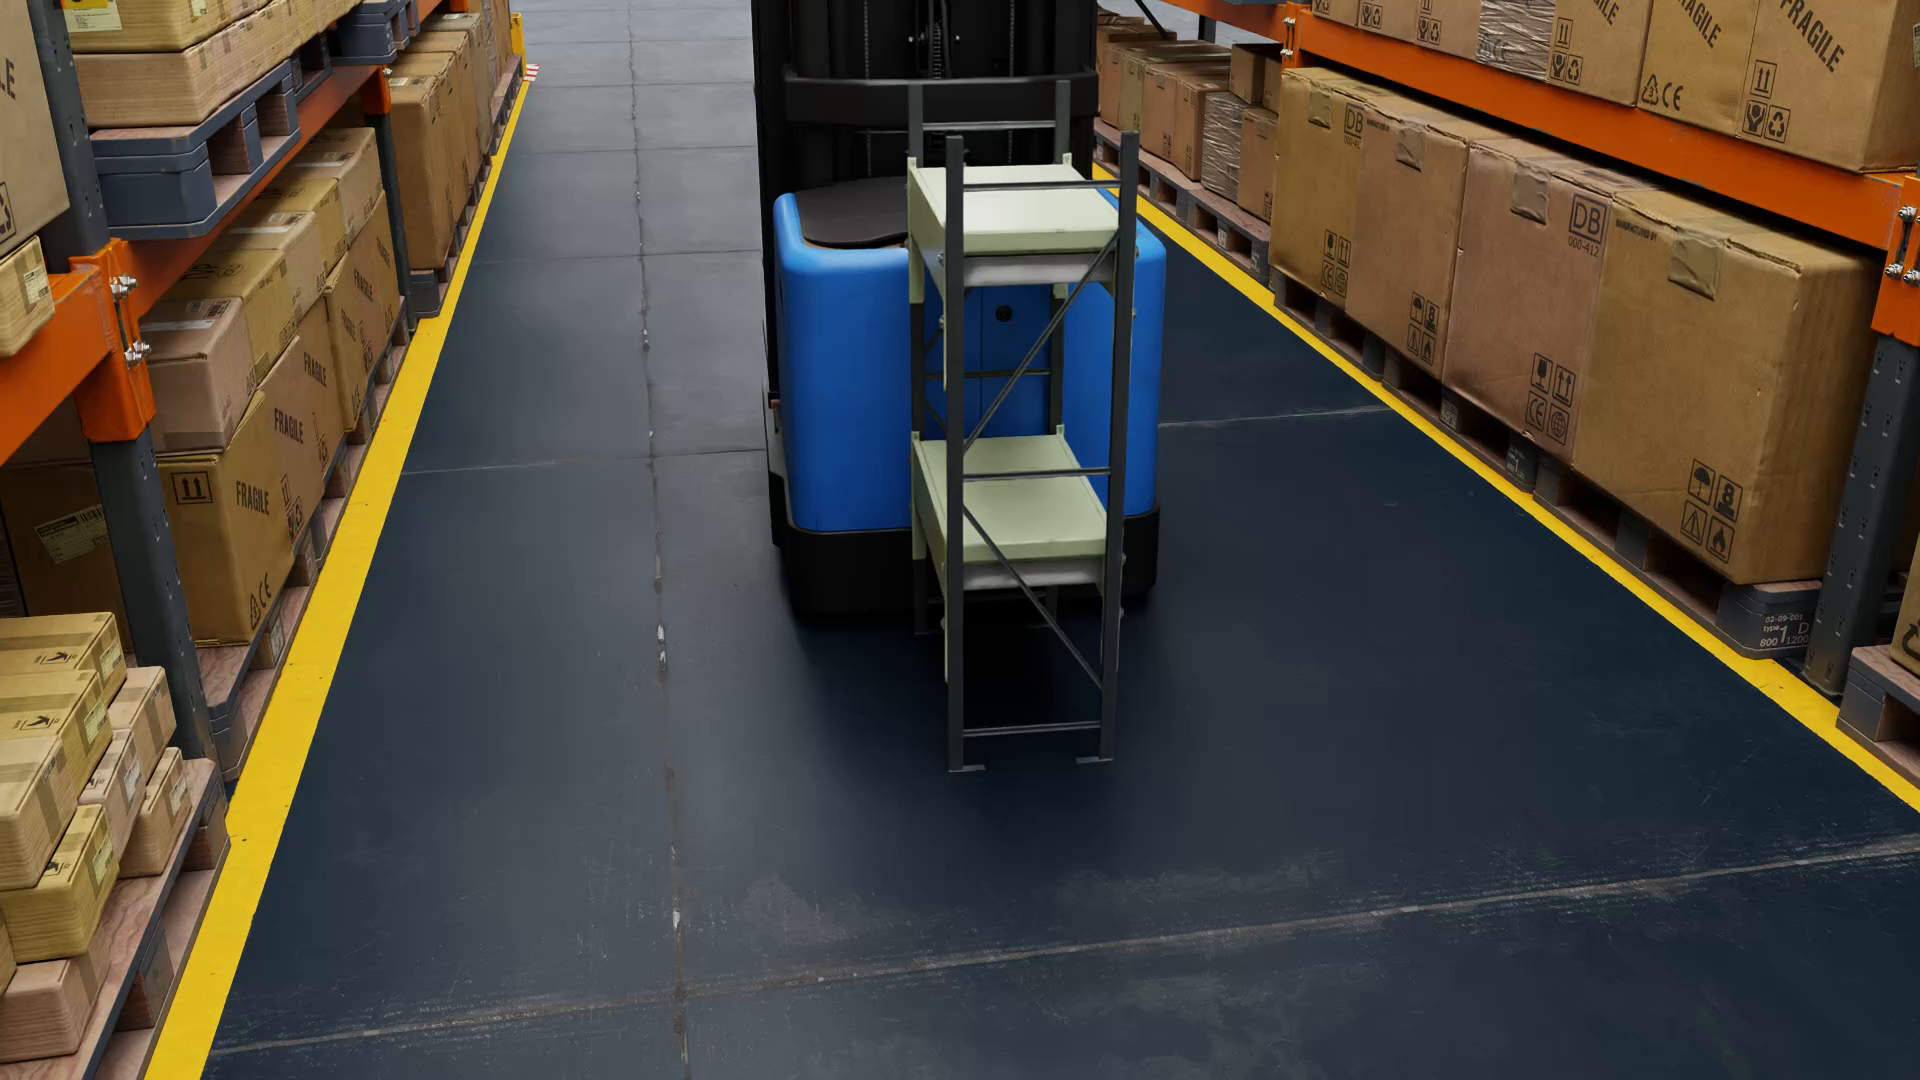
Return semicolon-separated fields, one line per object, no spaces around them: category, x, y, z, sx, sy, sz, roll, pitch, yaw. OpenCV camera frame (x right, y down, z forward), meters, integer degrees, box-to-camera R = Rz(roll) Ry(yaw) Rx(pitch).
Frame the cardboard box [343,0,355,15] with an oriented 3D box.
cardboard box;-2.175;-1.782;5.371;0.380;0.149;0.250;-5;24;-12

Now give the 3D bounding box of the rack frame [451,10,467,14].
rack frame;-3.643;-3.841;10.296;1.000;3.000;0.127;-4;24;-10

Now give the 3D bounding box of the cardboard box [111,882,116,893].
cardboard box;-1.791;0.657;3.034;0.380;0.149;0.250;-4;24;-8

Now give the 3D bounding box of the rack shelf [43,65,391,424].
rack shelf;-2.534;-1.151;5.037;1.077;0.370;4.000;-4;24;-10

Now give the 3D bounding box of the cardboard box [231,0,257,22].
cardboard box;-1.883;-1.300;3.896;0.380;0.149;0.250;-4;24;-8

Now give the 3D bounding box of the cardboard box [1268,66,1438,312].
cardboard box;2.096;-1.541;7.159;1.225;0.875;0.875;-5;24;-12

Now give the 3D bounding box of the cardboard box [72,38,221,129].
cardboard box;-1.785;-0.960;3.490;0.380;0.149;0.250;-5;24;-12

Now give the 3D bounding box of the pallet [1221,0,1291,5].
pallet;1.753;-2.779;8.105;1.213;0.211;1.003;-4;24;-10

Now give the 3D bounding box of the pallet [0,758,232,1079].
pallet;-2.005;0.845;3.051;1.003;0.211;1.213;-4;24;-10

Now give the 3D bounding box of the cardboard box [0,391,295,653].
cardboard box;-2.040;-0.051;4.218;0.500;0.500;0.500;-3;24;-8

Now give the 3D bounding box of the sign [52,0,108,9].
sign;-1.632;-1.134;3.017;0.100;0.325;0.005;-4;24;-10

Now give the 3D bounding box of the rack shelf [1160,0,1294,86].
rack shelf;1.619;-3.052;9.388;1.077;0.370;4.000;-4;24;-10

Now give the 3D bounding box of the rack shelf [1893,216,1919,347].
rack shelf;3.099;0.095;2.184;1.077;0.370;4.000;-4;24;-10

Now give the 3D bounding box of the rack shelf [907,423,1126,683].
rack shelf;0.121;0.011;4.165;0.431;0.370;0.720;-3;24;-7

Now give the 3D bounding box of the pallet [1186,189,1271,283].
pallet;1.846;-1.624;8.705;1.003;0.211;1.213;-4;24;-10

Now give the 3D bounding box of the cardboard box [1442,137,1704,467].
cardboard box;2.425;-0.842;5.560;1.225;0.875;0.875;-5;24;-12

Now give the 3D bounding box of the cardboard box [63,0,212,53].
cardboard box;-1.785;-1.097;3.431;0.380;0.149;0.250;-4;24;-9

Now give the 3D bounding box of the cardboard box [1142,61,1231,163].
cardboard box;1.516;-2.572;9.965;0.700;0.500;0.500;-6;24;-14

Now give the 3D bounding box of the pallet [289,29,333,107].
pallet;-2.498;-1.404;4.956;1.003;0.211;1.213;-4;24;-10

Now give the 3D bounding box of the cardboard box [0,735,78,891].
cardboard box;-1.703;0.463;2.736;0.380;0.149;0.250;-5;24;-10

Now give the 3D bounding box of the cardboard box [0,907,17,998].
cardboard box;-1.714;0.699;2.566;0.380;0.149;0.250;-4;24;-9

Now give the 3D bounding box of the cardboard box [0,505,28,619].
cardboard box;-2.549;-0.013;4.132;0.500;0.500;0.500;-5;24;-11

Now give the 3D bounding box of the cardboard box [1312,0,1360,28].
cardboard box;1.812;-2.429;6.939;0.500;0.500;0.500;-4;24;-8

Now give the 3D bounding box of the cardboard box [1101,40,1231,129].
cardboard box;1.342;-2.981;10.901;0.700;0.500;0.500;-6;24;-14

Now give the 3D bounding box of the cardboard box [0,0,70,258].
cardboard box;-1.797;-0.707;2.624;0.500;0.500;0.500;-4;24;-10

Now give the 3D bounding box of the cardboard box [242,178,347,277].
cardboard box;-2.337;-1.009;5.475;0.500;0.250;0.500;-4;24;-9

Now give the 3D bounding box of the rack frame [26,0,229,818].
rack frame;-2.164;-0.694;3.091;1.000;3.000;0.127;-4;24;-10

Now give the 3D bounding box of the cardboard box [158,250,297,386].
cardboard box;-2.142;-0.604;4.547;0.500;0.250;0.500;-4;24;-8

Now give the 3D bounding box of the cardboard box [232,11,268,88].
cardboard box;-1.884;-1.168;3.965;0.380;0.149;0.250;-4;24;-9

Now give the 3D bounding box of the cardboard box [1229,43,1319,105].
cardboard box;1.728;-2.464;8.780;0.500;0.250;0.500;-2;24;-4

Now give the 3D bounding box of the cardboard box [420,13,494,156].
cardboard box;-3.440;-2.765;10.119;1.050;0.750;0.750;-4;24;-10

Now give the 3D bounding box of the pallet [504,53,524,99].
pallet;-4.158;-3.827;13.750;1.003;0.211;1.213;-4;24;-10

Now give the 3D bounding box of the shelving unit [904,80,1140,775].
shelving unit;0.121;-0.288;4.035;0.431;1.500;0.755;-3;24;-7

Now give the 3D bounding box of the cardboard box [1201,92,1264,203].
cardboard box;1.731;-2.130;8.953;0.700;0.500;0.500;-6;24;-14

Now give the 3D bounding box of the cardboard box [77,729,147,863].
cardboard box;-1.731;0.490;3.047;0.380;0.149;0.250;-5;24;-12

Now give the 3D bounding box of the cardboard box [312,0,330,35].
cardboard box;-2.075;-1.573;4.893;0.380;0.149;0.250;-5;24;-12

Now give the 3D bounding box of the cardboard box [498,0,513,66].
cardboard box;-4.193;-4.371;13.640;0.875;0.875;0.875;-4;24;-9

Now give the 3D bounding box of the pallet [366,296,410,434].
pallet;-2.761;-0.682;6.548;1.003;0.211;1.213;-4;24;-10

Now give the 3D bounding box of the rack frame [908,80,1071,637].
rack frame;0.072;-0.433;4.367;0.400;1.500;0.023;-3;24;-7

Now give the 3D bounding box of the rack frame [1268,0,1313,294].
rack frame;1.989;-2.595;7.443;1.000;3.000;0.127;-4;24;-10

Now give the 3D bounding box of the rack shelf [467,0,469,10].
rack shelf;-4.013;-4.298;12.241;1.077;0.370;4.000;-4;24;-10

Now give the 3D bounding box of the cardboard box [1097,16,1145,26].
cardboard box;1.102;-3.600;12.344;0.500;0.500;0.500;3;24;7

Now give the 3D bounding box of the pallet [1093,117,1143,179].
pallet;1.395;-2.584;10.903;1.003;0.211;1.213;-4;24;-10

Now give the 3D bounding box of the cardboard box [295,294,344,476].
cardboard box;-2.250;-0.464;5.164;0.500;0.500;0.500;-4;24;-9

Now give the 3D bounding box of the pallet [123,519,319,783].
pallet;-2.310;0.278;4.350;1.003;0.211;1.213;-4;24;-10

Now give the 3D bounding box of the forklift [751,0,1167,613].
forklift;-0.144;-1.698;5.475;1.130;2.935;3.031;-3;24;-7

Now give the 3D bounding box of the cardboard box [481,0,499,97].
cardboard box;-3.861;-3.666;12.027;0.875;0.875;0.875;-4;24;-9

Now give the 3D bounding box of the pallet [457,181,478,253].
pallet;-3.198;-1.784;9.071;1.003;0.211;1.213;-4;24;-10

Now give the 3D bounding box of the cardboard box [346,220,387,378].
cardboard box;-2.433;-0.870;6.093;0.500;0.500;0.500;-3;24;-8

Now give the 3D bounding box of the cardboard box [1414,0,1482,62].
cardboard box;2.008;-2.025;6.015;0.500;0.500;0.500;-5;24;-11

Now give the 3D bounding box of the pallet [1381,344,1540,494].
pallet;2.283;-0.522;6.182;1.003;0.211;1.213;-4;24;-10

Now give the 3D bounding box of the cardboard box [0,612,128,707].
cardboard box;-1.843;0.268;3.183;0.380;0.149;0.250;-4;24;-8

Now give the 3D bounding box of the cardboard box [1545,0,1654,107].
cardboard box;2.186;-1.631;5.112;0.500;0.500;0.500;-5;24;-10

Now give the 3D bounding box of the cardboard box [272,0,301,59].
cardboard box;-1.977;-1.366;4.420;0.380;0.149;0.250;-5;24;-12

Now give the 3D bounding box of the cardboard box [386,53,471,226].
cardboard box;-3.093;-2.019;8.410;1.050;0.750;0.750;-4;24;-9

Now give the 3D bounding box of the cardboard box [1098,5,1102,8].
cardboard box;0.850;-4.061;13.400;0.500;0.500;0.500;-2;24;-5

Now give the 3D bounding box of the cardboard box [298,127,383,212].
cardboard box;-2.520;-1.408;6.388;0.500;0.250;0.500;-5;24;-11

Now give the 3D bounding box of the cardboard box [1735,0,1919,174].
cardboard box;2.374;-1.231;4.196;0.500;0.500;0.500;-4;24;-10

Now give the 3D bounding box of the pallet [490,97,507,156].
pallet;-3.707;-2.868;11.552;1.003;0.211;1.213;-4;24;-10
